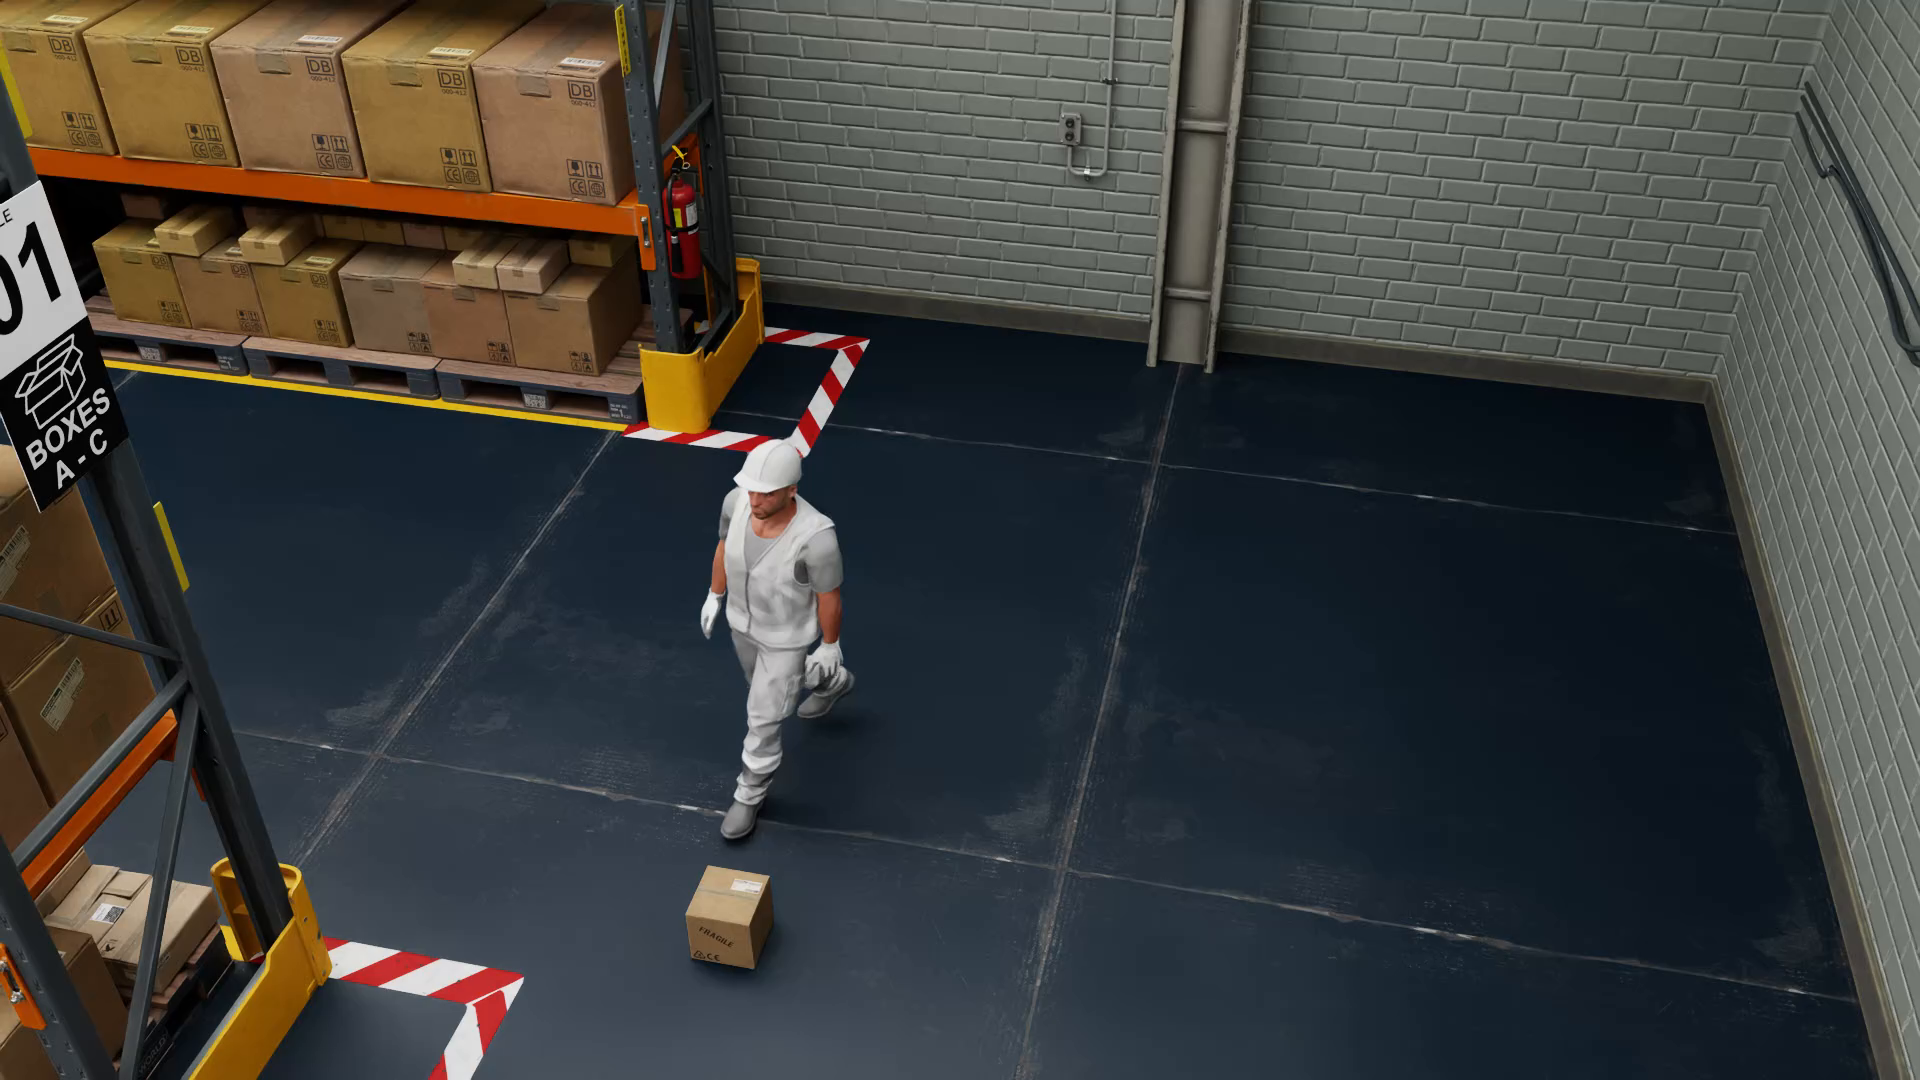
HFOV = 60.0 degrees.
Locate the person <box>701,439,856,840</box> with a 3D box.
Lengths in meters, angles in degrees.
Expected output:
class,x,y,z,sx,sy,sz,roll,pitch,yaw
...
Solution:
class,x,y,z,sx,sy,sz,roll,pitch,yaw
person,-0.696,0.304,6.540,0.620,1.767,0.919,25,43,30
